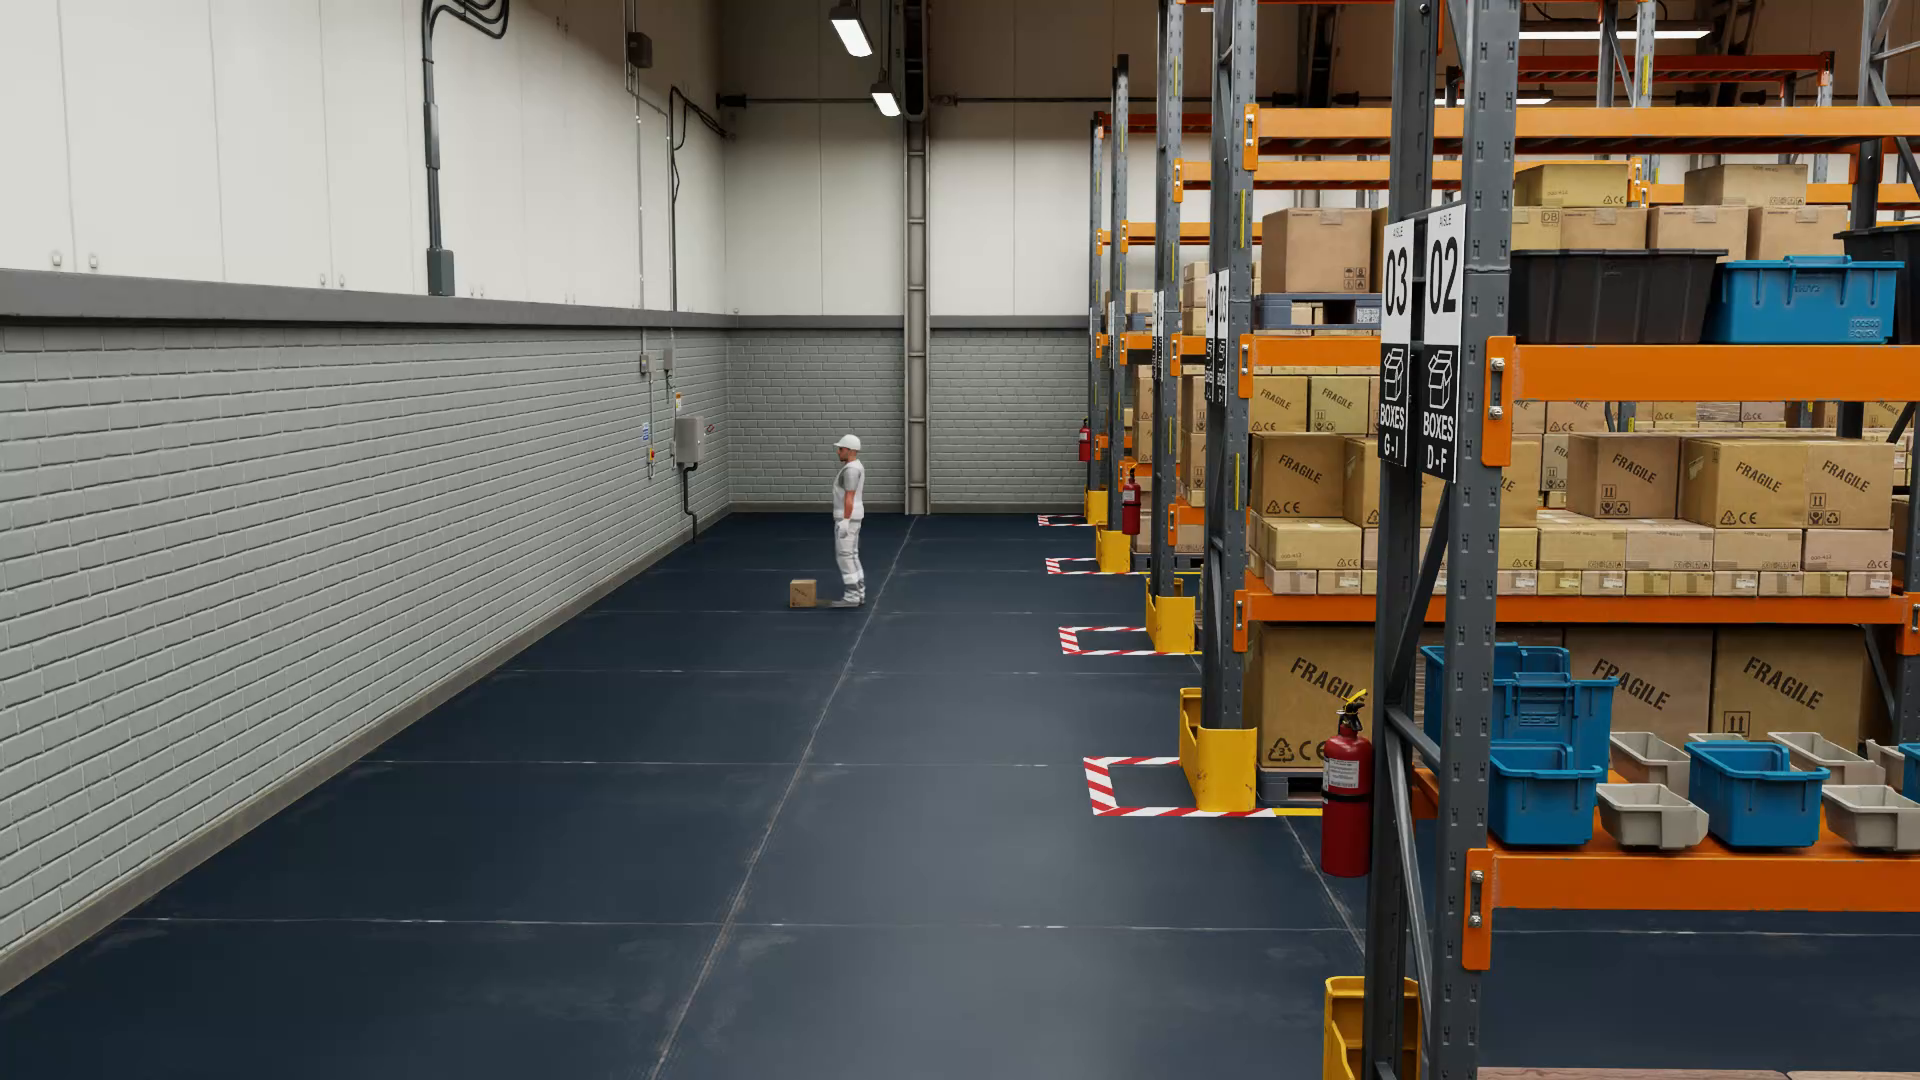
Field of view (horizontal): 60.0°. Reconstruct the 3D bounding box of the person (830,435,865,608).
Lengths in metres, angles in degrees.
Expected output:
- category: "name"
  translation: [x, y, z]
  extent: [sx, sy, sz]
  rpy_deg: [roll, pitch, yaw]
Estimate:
- category: "person"
  translation: [-1.168, -0.201, 17.275]
  extent: [0.352, 1.786, 0.524]
  rpy_deg: [0, 7, 3]
